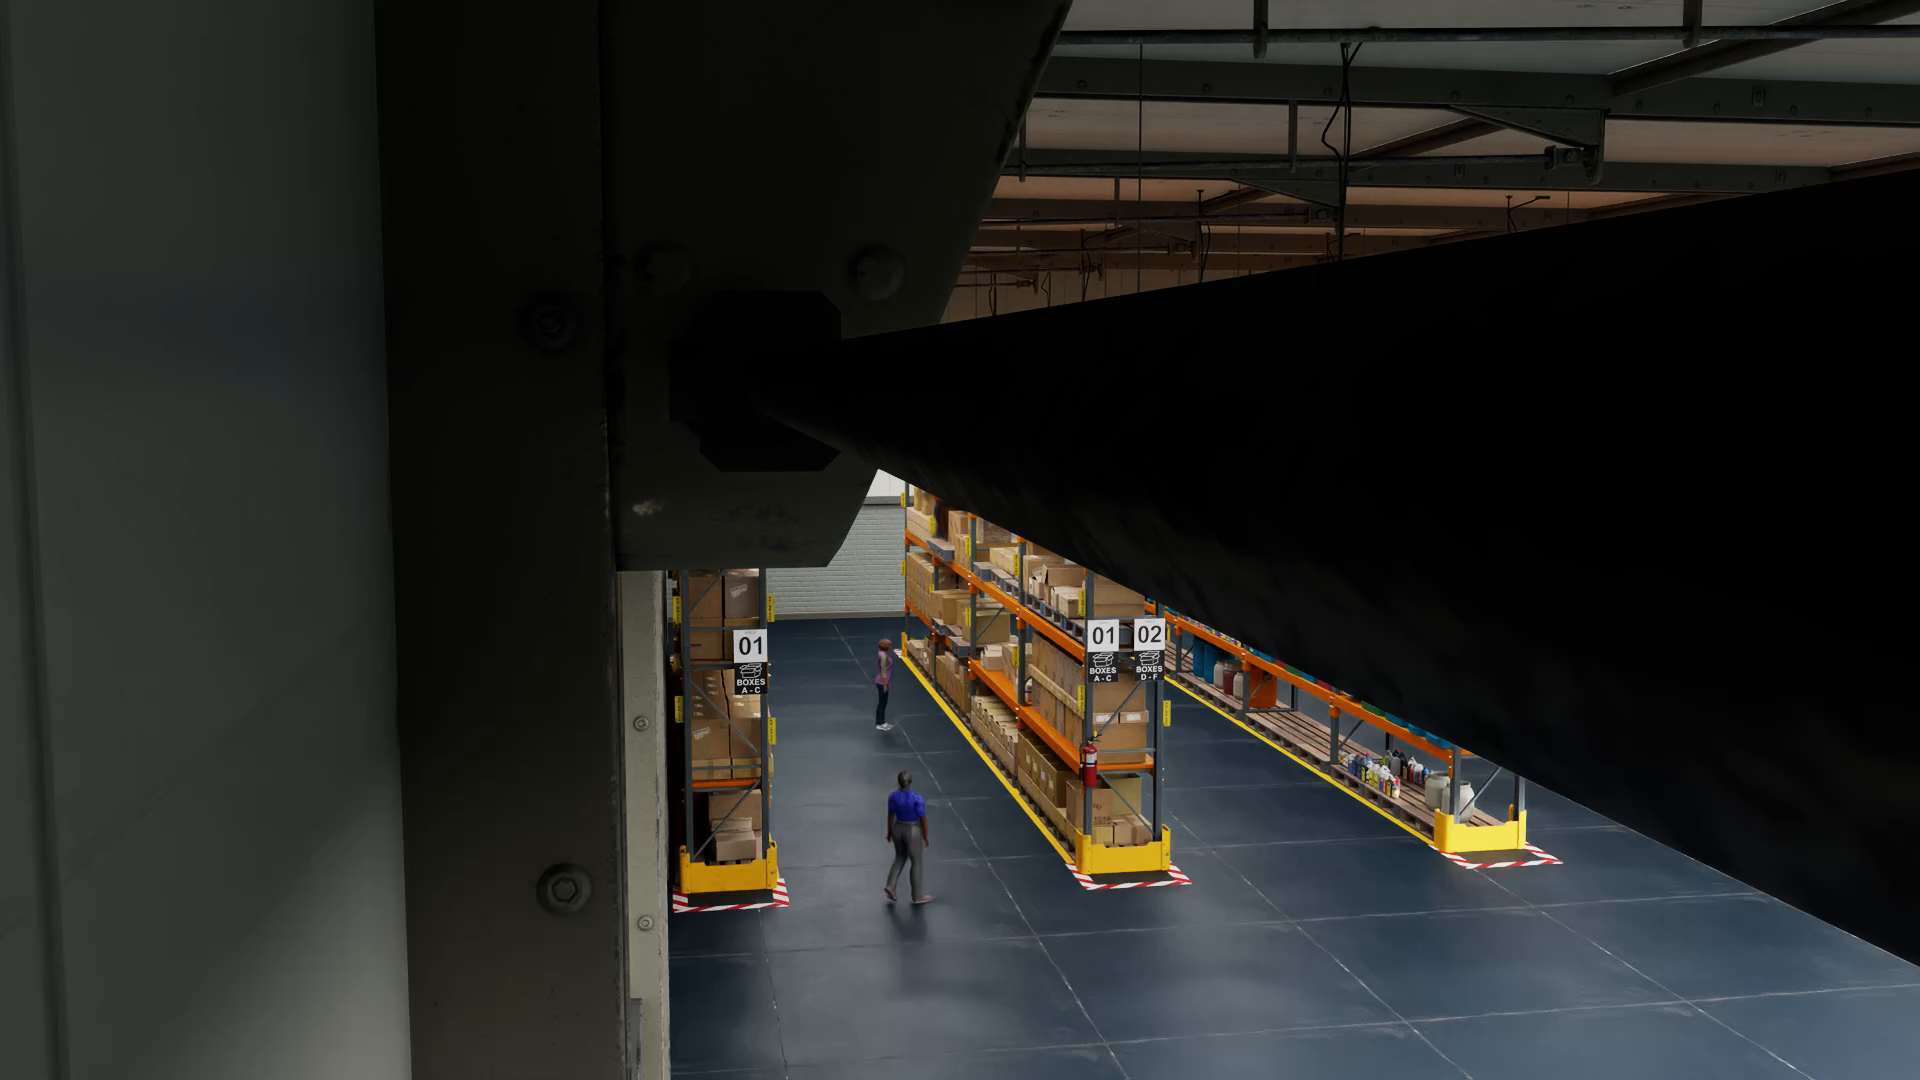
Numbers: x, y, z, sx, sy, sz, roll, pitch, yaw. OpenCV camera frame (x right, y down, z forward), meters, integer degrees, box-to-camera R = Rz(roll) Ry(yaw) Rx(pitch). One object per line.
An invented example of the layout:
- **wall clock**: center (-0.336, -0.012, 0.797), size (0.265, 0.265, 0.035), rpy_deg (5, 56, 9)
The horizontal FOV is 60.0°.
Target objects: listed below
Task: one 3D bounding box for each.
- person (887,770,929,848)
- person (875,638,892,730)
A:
- **person**: center (-0.644, 3.161, 19.570), size (0.535, 0.977, 0.401), rpy_deg (4, 7, 31)
- **person**: center (-1.327, 2.502, 28.852), size (0.290, 1.594, 0.420), rpy_deg (0, 6, -2)
